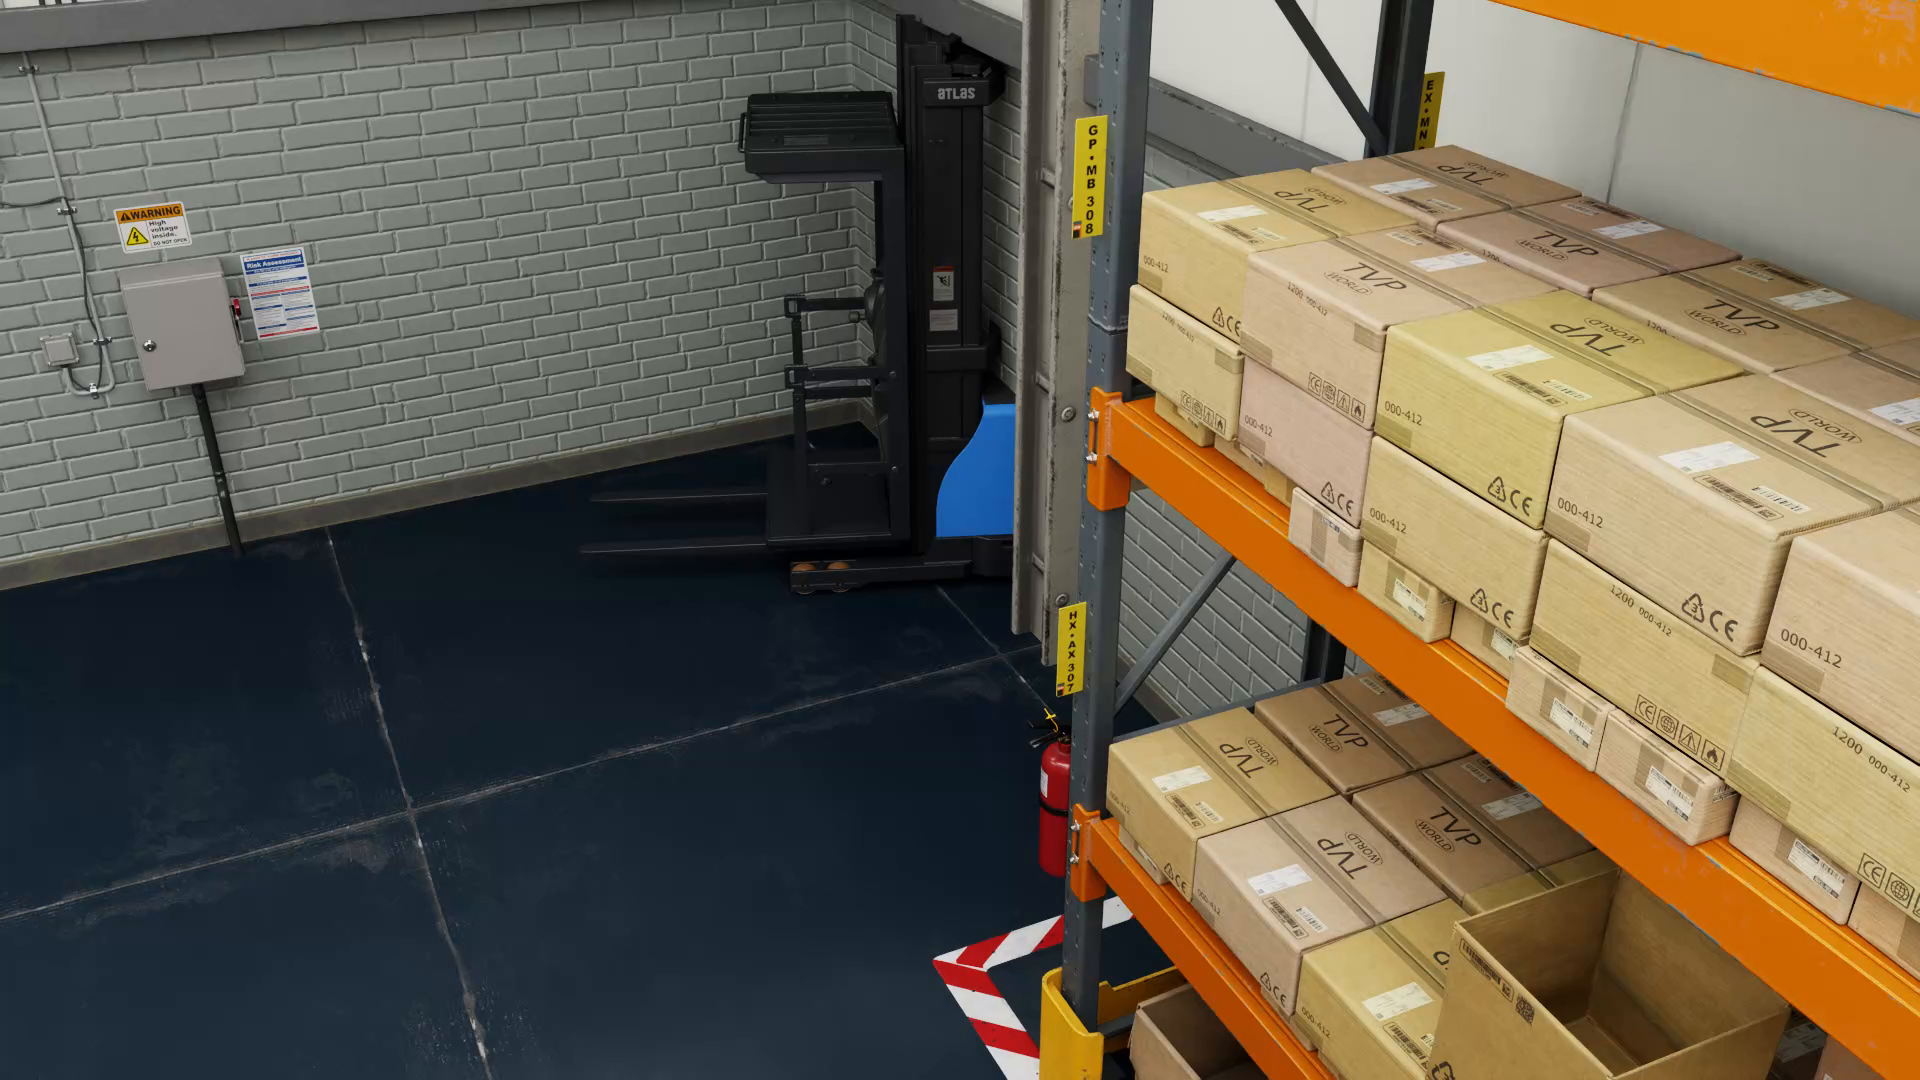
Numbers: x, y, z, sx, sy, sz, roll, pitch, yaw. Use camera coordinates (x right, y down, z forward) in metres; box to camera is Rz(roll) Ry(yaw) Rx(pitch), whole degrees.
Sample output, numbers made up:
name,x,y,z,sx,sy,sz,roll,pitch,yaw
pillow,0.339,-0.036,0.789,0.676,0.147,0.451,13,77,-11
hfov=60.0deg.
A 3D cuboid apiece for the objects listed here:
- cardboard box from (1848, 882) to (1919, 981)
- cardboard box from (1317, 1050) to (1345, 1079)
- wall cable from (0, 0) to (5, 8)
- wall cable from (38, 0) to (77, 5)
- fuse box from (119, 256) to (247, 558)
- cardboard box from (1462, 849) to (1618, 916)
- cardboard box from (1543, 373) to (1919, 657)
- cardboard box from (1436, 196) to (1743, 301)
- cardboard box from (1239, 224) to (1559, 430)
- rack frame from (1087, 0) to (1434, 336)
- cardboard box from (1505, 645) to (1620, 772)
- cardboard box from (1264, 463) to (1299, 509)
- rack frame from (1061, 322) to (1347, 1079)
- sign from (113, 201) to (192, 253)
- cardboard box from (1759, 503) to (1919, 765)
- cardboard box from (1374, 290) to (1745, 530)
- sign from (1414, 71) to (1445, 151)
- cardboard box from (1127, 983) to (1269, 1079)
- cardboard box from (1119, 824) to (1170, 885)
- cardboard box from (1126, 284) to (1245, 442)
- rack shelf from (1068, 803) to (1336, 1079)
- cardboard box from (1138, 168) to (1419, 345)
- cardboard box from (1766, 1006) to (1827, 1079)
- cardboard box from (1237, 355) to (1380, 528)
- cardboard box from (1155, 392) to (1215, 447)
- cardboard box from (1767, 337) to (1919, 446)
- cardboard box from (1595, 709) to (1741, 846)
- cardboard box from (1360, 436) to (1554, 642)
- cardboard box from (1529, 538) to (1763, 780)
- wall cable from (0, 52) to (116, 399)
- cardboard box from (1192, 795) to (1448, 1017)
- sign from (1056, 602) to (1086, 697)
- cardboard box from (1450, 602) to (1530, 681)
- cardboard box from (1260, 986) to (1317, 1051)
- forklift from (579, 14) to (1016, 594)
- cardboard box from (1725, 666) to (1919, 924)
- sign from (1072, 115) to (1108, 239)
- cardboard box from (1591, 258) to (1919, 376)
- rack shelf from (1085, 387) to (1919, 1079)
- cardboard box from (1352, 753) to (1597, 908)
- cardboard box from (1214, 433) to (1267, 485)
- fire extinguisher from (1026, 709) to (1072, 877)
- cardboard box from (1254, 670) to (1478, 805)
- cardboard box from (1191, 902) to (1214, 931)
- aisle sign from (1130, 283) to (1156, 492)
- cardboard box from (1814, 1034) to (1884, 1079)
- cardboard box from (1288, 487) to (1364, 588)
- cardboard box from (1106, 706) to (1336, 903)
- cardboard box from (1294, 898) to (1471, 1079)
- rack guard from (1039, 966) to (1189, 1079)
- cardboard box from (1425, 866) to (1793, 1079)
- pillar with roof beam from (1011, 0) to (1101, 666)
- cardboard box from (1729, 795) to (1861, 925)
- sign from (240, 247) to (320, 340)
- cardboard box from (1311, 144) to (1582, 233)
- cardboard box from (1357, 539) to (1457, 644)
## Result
name,x,y,z,sx,sy,sz,roll,pitch,yaw
cardboard box,1.736,0.615,2.777,0.380,0.149,0.250,-12,31,-20
cardboard box,1.200,1.371,4.495,0.380,0.149,0.250,-13,32,-21
wall cable,-5.658,-3.577,6.928,2.355,3.000,0.029,-13,32,-22
wall cable,-3.126,-4.161,7.932,2.988,3.039,0.133,-13,32,-22
fuse box,-4.124,-0.650,9.160,0.539,1.711,0.414,-13,32,-22
cardboard box,1.705,1.137,4.504,0.500,0.250,0.500,-12,31,-20
cardboard box,1.461,-0.065,3.070,0.500,0.250,0.500,-12,32,-21
cardboard box,1.505,-0.617,4.054,0.500,0.250,0.500,-14,32,-23
cardboard box,1.005,-0.507,3.858,0.500,0.250,0.500,-13,32,-22
rack frame,0.840,-2.010,4.134,1.000,3.000,0.127,-13,32,-22
cardboard box,1.337,0.295,3.347,0.380,0.149,0.250,-13,32,-22
cardboard box,0.997,-0.175,4.186,0.380,0.149,0.250,-13,32,-22
rack frame,0.840,0.606,5.602,1.000,3.000,0.127,-13,32,-22
sign,-4.263,-1.652,8.785,0.339,0.242,0.001,-13,32,-22
cardboard box,1.687,0.162,2.665,0.500,0.250,0.500,-12,32,-21
cardboard box,1.233,-0.288,3.468,0.500,0.250,0.500,-14,32,-23
sign,1.349,-1.196,4.843,0.100,0.325,0.005,-13,32,-22
cardboard box,1.017,1.802,5.592,0.797,0.503,0.637,-14,32,-24
cardboard box,0.733,0.919,5.301,0.380,0.149,0.250,-13,32,-22
cardboard box,0.783,-0.513,4.380,0.500,0.250,0.500,-13,32,-23
rack shelf,1.698,1.804,4.202,1.077,0.370,4.000,-13,32,-22
cardboard box,0.803,-0.736,4.266,0.500,0.250,0.500,-13,32,-23
cardboard box,1.930,1.368,4.092,0.500,0.250,0.500,-13,32,-22
cardboard box,1.020,-0.293,3.987,0.500,0.250,0.500,-12,32,-21
cardboard box,0.766,-0.403,4.591,0.380,0.149,0.250,-12,32,-21
cardboard box,1.926,-0.165,3.248,0.500,0.250,0.500,-13,32,-22
cardboard box,1.448,0.404,3.153,0.380,0.149,0.250,-12,32,-21
cardboard box,1.229,-0.064,3.580,0.500,0.250,0.500,-14,32,-23
cardboard box,1.472,0.160,3.181,0.500,0.250,0.500,-14,32,-23
wall cable,-4.808,-1.582,8.465,0.588,1.984,0.122,-13,32,-22
cardboard box,1.008,1.022,4.710,0.500,0.250,0.500,-13,32,-21
sign,0.350,0.343,5.187,0.100,0.325,0.005,-13,32,-22
cardboard box,1.292,0.167,3.576,0.380,0.149,0.250,-13,32,-23
cardboard box,1.081,1.255,4.702,0.380,0.149,0.250,-12,31,-20
forklift,-0.628,-1.250,8.982,3.031,2.935,1.130,-3,29,-5
cardboard box,1.681,0.384,2.781,0.500,0.250,0.500,-12,32,-21
sign,0.350,-0.969,4.451,0.100,0.325,0.005,-13,32,-22
cardboard box,1.736,-0.391,3.652,0.500,0.250,0.500,-13,32,-21
rack shelf,1.698,0.495,3.468,1.077,0.370,4.000,-13,32,-22
cardboard box,1.497,0.918,4.896,0.500,0.250,0.500,-13,32,-22
cardboard box,0.903,-0.292,4.395,0.380,0.149,0.250,-12,32,-21
fire extinguisher,0.359,0.835,5.655,0.296,0.674,0.183,-13,32,-22
cardboard box,1.277,0.690,5.303,0.500,0.250,0.500,-12,31,-21
cardboard box,0.884,1.021,5.118,0.380,0.149,0.250,-12,32,-21
aisle sign,0.545,-0.496,4.910,0.394,0.787,0.004,-13,32,-22
cardboard box,2.158,1.268,3.504,0.500,0.500,0.500,-14,32,-23
cardboard box,1.011,-0.044,3.951,0.380,0.149,0.250,-12,32,-21
cardboard box,0.791,0.799,5.107,0.500,0.250,0.500,-13,32,-22
cardboard box,1.228,1.245,4.312,0.500,0.250,0.500,-14,32,-23
rack guard,0.872,1.730,6.153,1.175,0.500,0.348,-13,32,-22
cardboard box,1.435,1.135,3.742,0.500,0.500,0.500,-12,32,-21
pillar with roof beam,-3.392,-2.487,4.984,9.100,9.000,0.400,-13,32,-22
cardboard box,1.623,0.505,2.973,0.380,0.149,0.250,-13,32,-21
sign,-3.767,-1.366,9.216,0.329,0.494,0.001,-13,32,-22
cardboard box,1.283,-0.847,4.464,0.500,0.250,0.500,-14,32,-23
cardboard box,1.130,0.070,3.748,0.380,0.149,0.250,-13,32,-22
